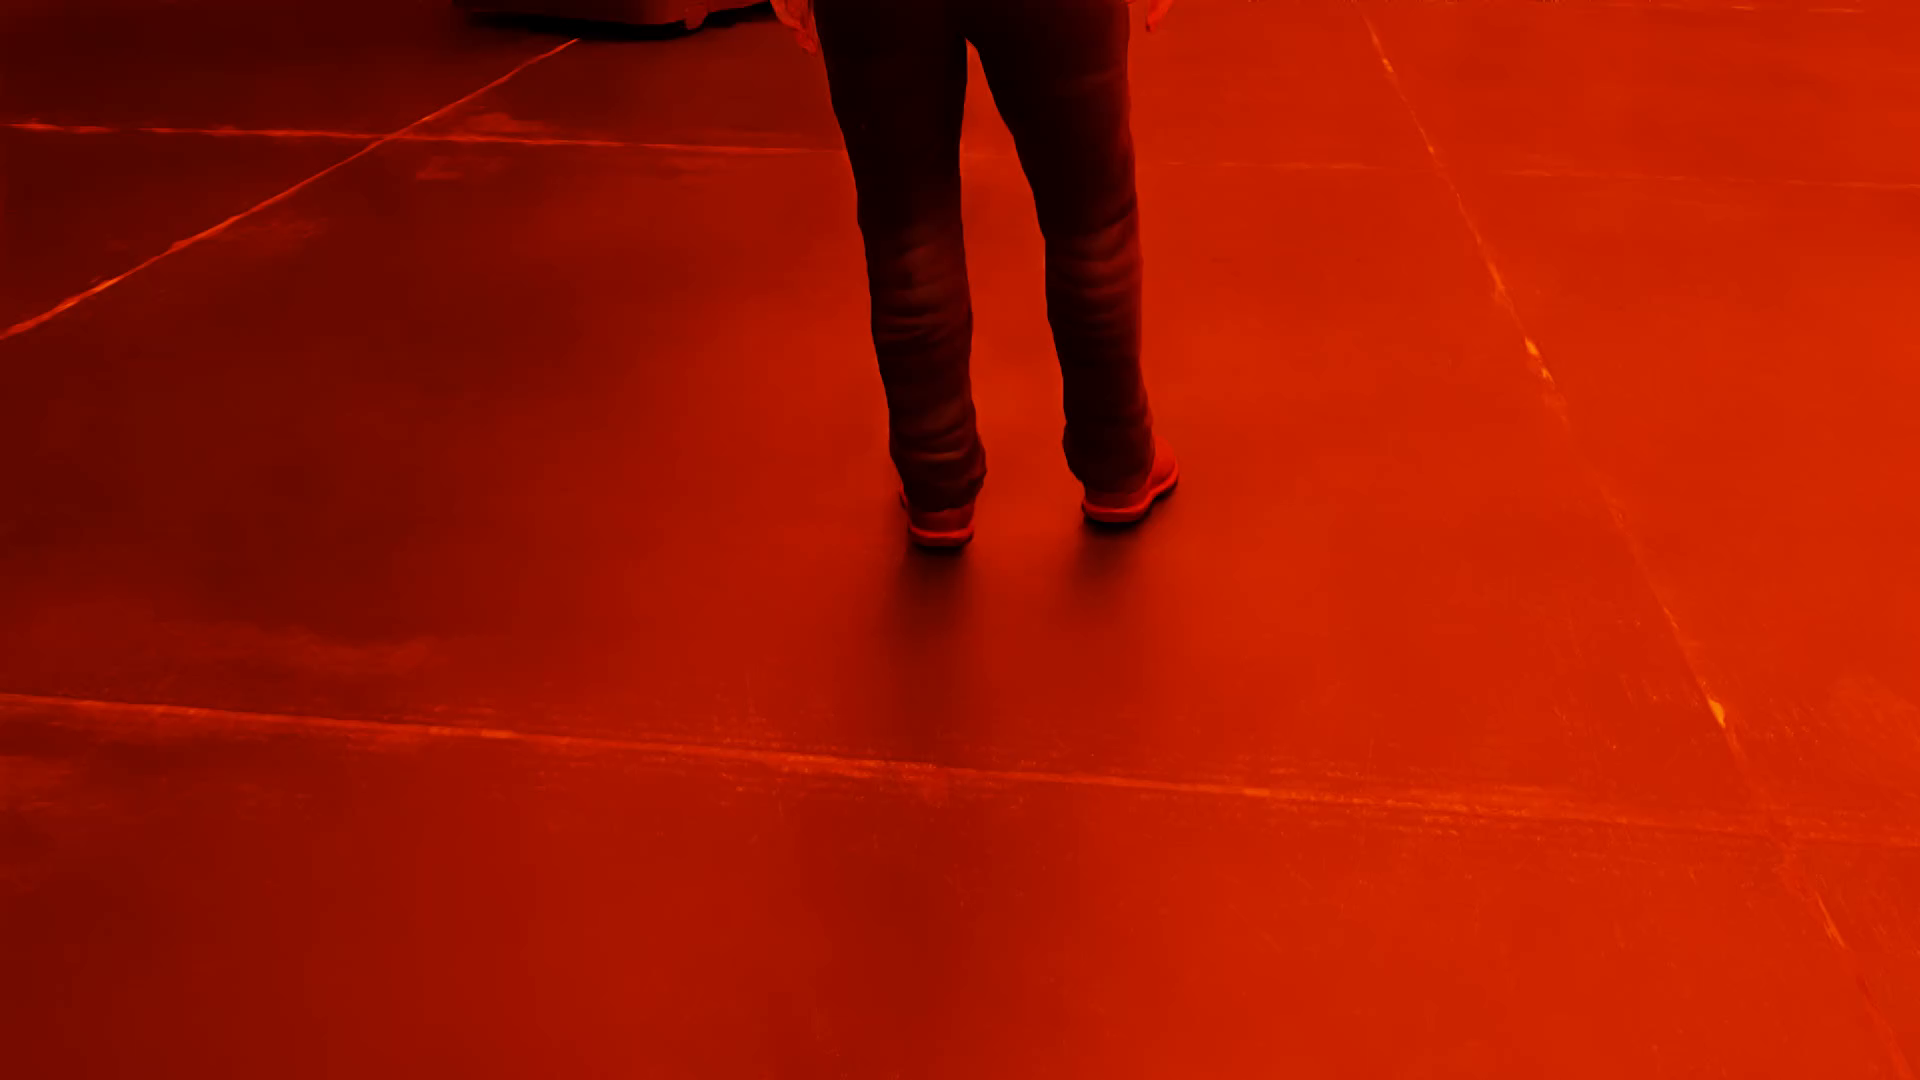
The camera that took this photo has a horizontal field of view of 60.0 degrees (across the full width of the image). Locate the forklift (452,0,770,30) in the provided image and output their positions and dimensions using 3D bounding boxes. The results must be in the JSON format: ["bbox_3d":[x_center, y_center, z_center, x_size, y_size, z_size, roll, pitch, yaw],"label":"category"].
[{"bbox_3d":[-0.885,-3.851,6.937,1.130,2.935,3.031,13,29,24],"label":"forklift"}]

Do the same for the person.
[{"bbox_3d":[0.035,-0.782,2.206,0.599,1.650,0.502,3,27,7],"label":"person"}]
